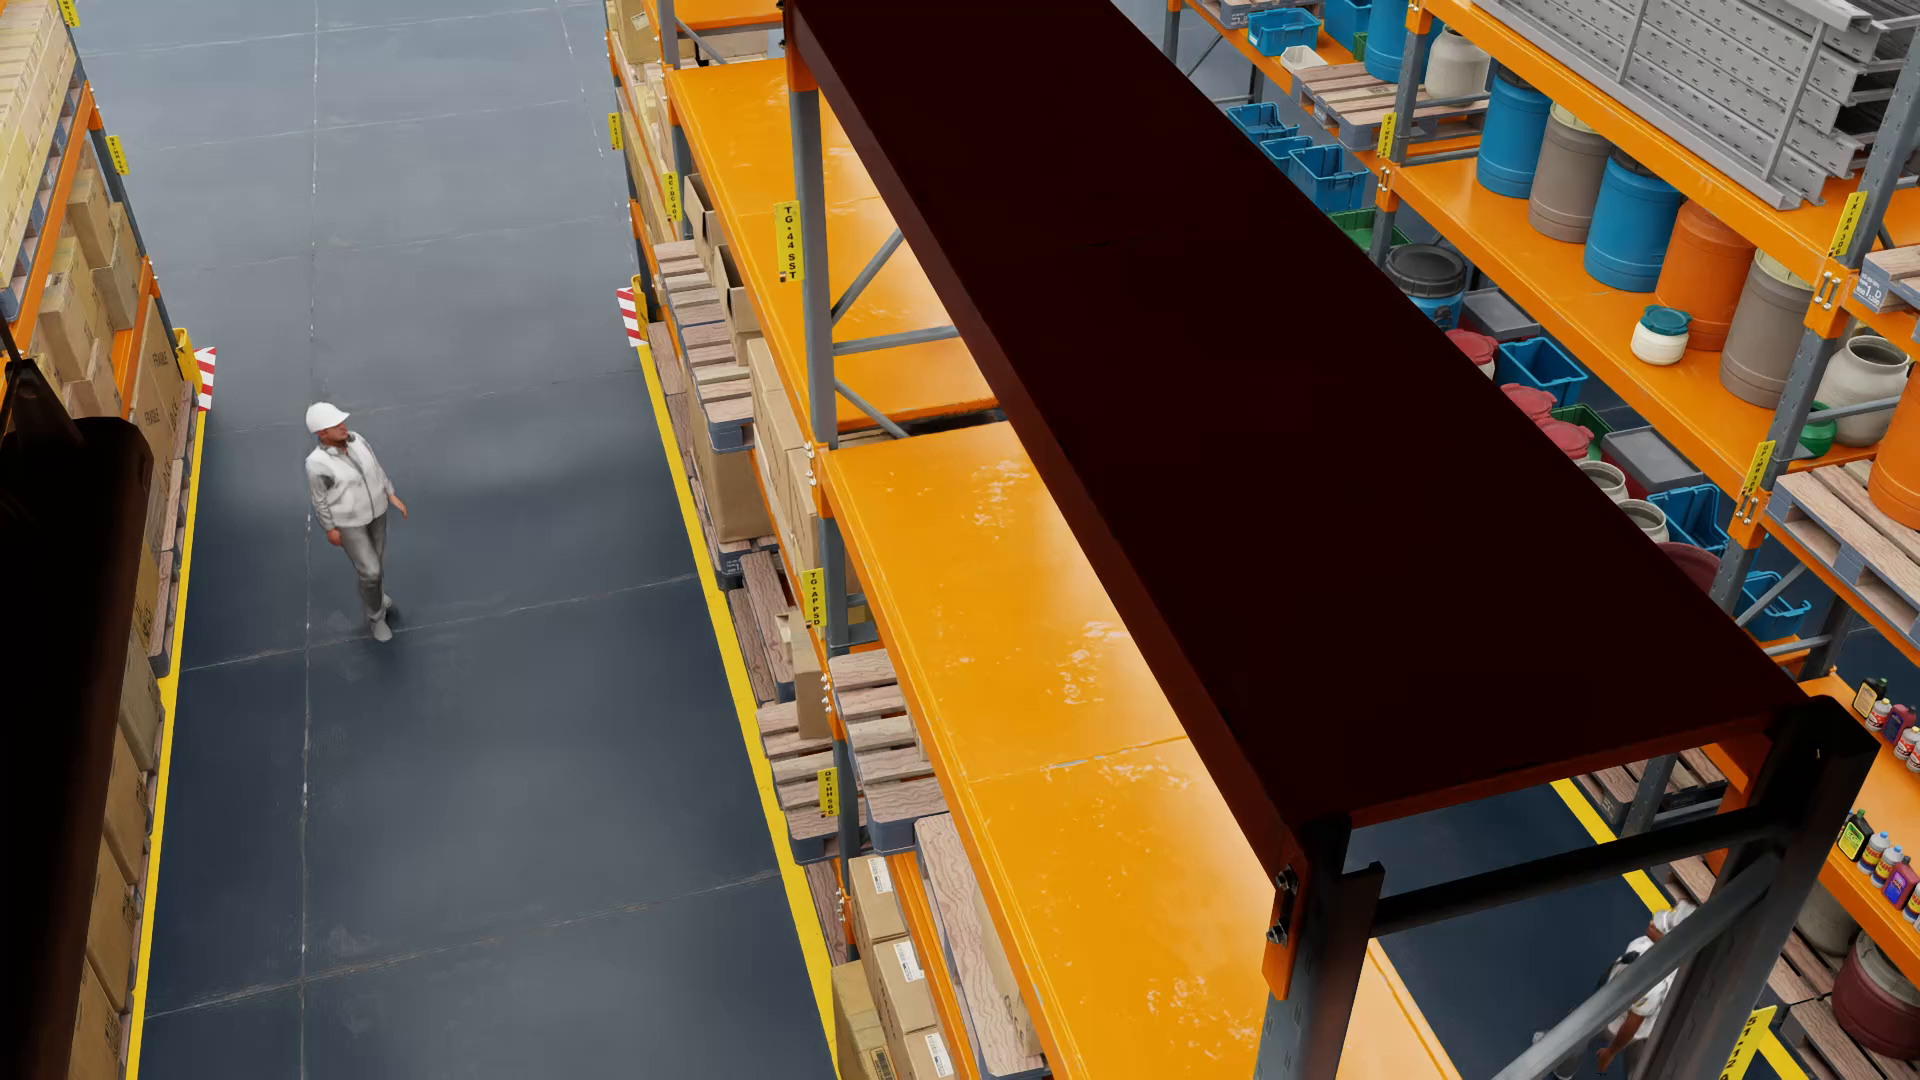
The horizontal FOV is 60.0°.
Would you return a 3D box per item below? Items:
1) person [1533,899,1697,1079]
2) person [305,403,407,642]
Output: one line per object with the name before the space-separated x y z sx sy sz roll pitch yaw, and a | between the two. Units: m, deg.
person | 3.414 2.409 8.448 0.471 1.653 0.928 -8 39 -10
person | -4.207 -0.154 11.641 0.550 1.837 0.564 22 43 25
